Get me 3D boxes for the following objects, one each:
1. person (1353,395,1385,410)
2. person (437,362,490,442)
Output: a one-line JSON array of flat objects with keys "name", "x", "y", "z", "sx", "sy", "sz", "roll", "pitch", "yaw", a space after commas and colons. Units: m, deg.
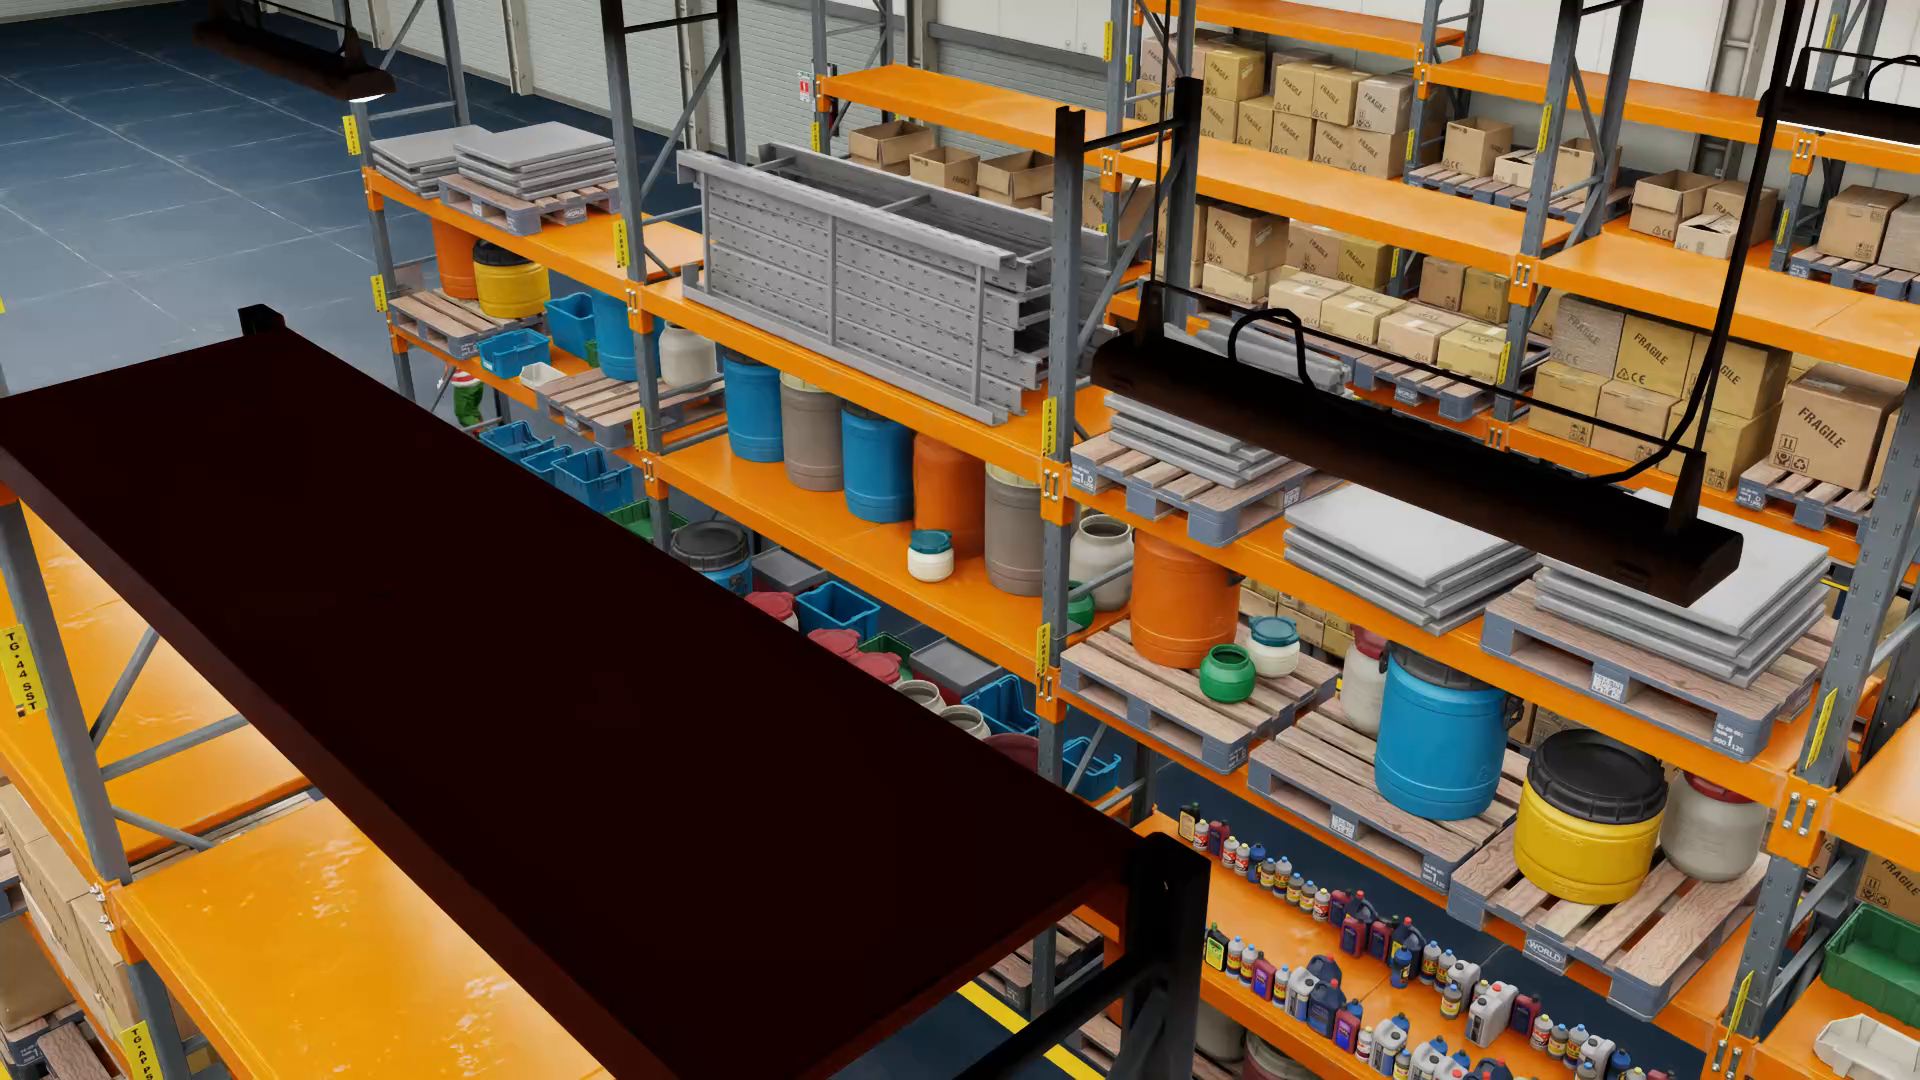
[{"name": "person", "x": 4.317, "y": -1.572, "z": 17.903, "sx": 0.566, "sy": 1.744, "sz": 0.529, "roll": -15, "pitch": 32, "yaw": -26}, {"name": "person", "x": -5.312, "y": -1.724, "z": 18.231, "sx": 0.679, "sy": 1.766, "sz": 0.610, "roll": 11, "pitch": 30, "yaw": 20}]
